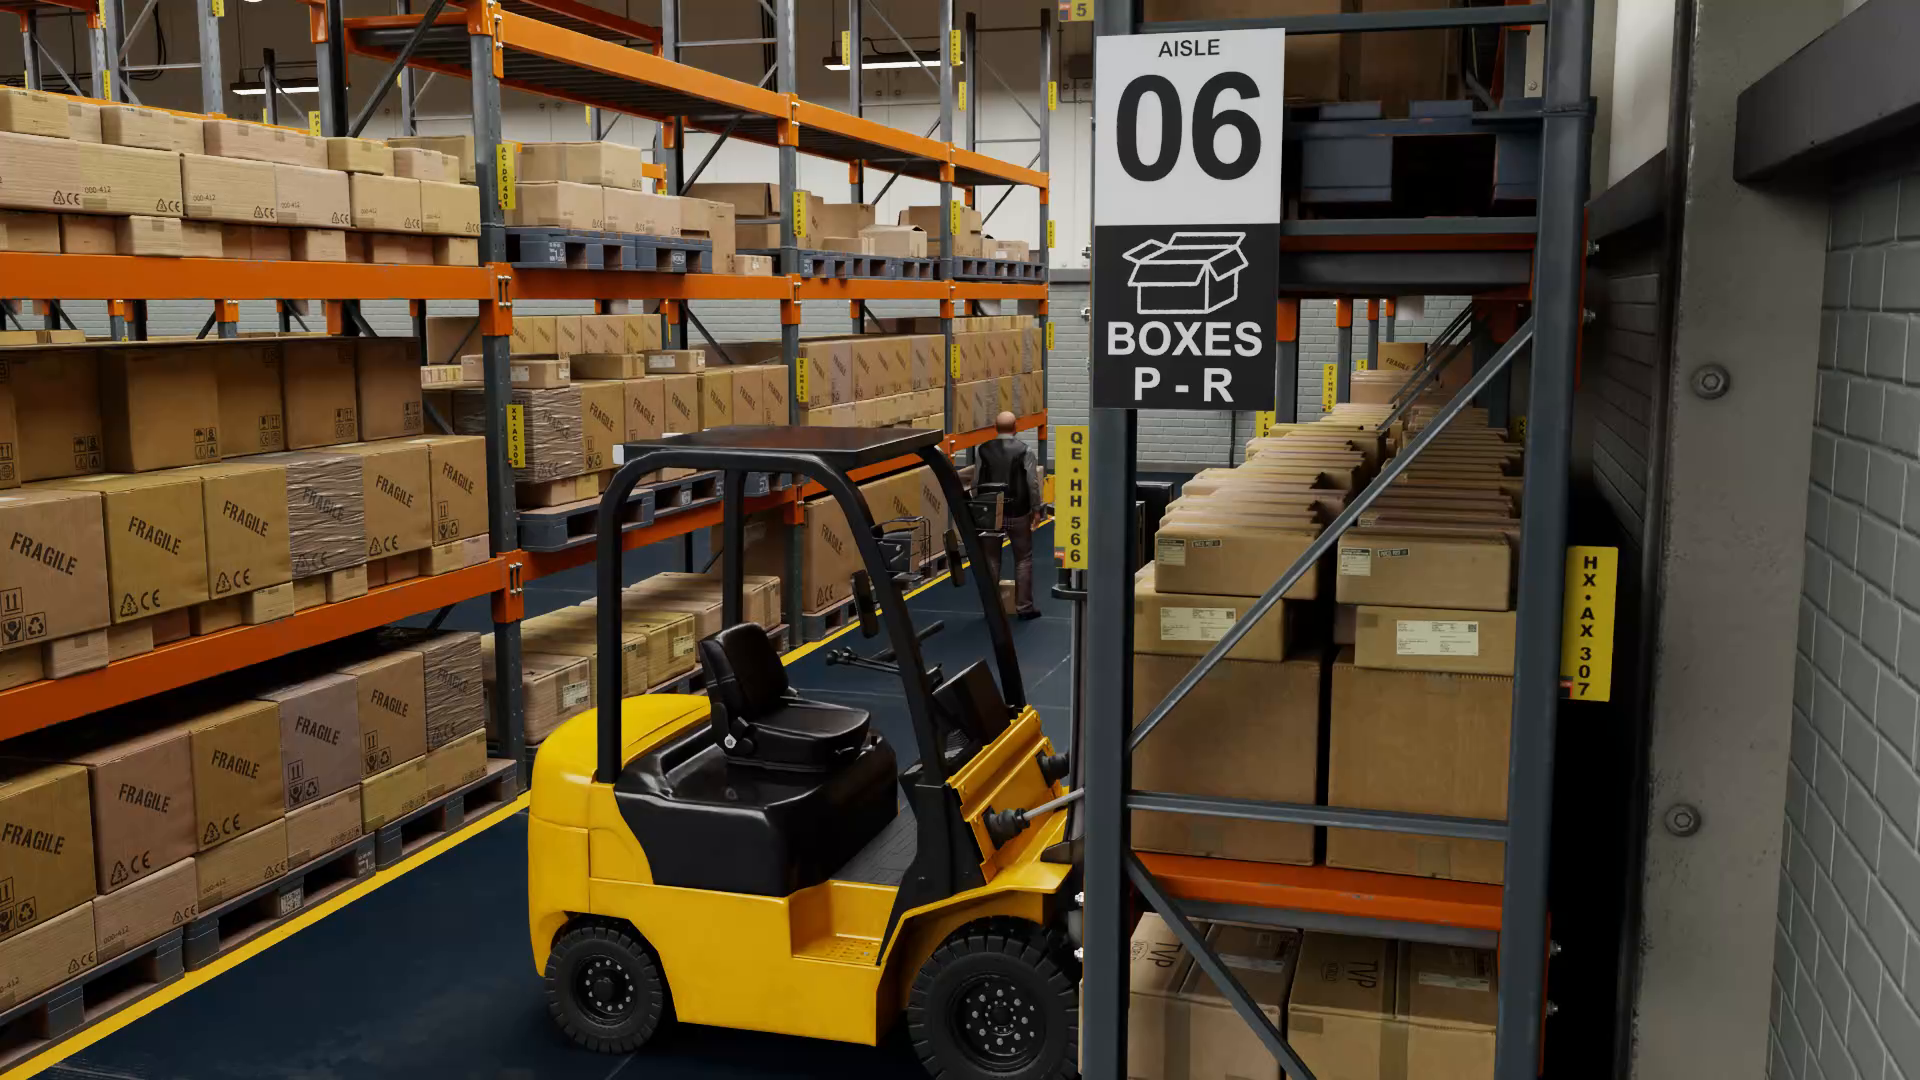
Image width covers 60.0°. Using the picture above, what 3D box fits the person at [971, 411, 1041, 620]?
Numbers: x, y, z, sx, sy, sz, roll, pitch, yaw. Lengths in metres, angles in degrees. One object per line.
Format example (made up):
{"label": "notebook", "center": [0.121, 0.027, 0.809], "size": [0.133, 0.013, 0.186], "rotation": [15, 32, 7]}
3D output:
{"label": "person", "center": [0.378, -0.202, 13.804], "size": [0.581, 1.721, 0.413], "rotation": [2, 9, 16]}
